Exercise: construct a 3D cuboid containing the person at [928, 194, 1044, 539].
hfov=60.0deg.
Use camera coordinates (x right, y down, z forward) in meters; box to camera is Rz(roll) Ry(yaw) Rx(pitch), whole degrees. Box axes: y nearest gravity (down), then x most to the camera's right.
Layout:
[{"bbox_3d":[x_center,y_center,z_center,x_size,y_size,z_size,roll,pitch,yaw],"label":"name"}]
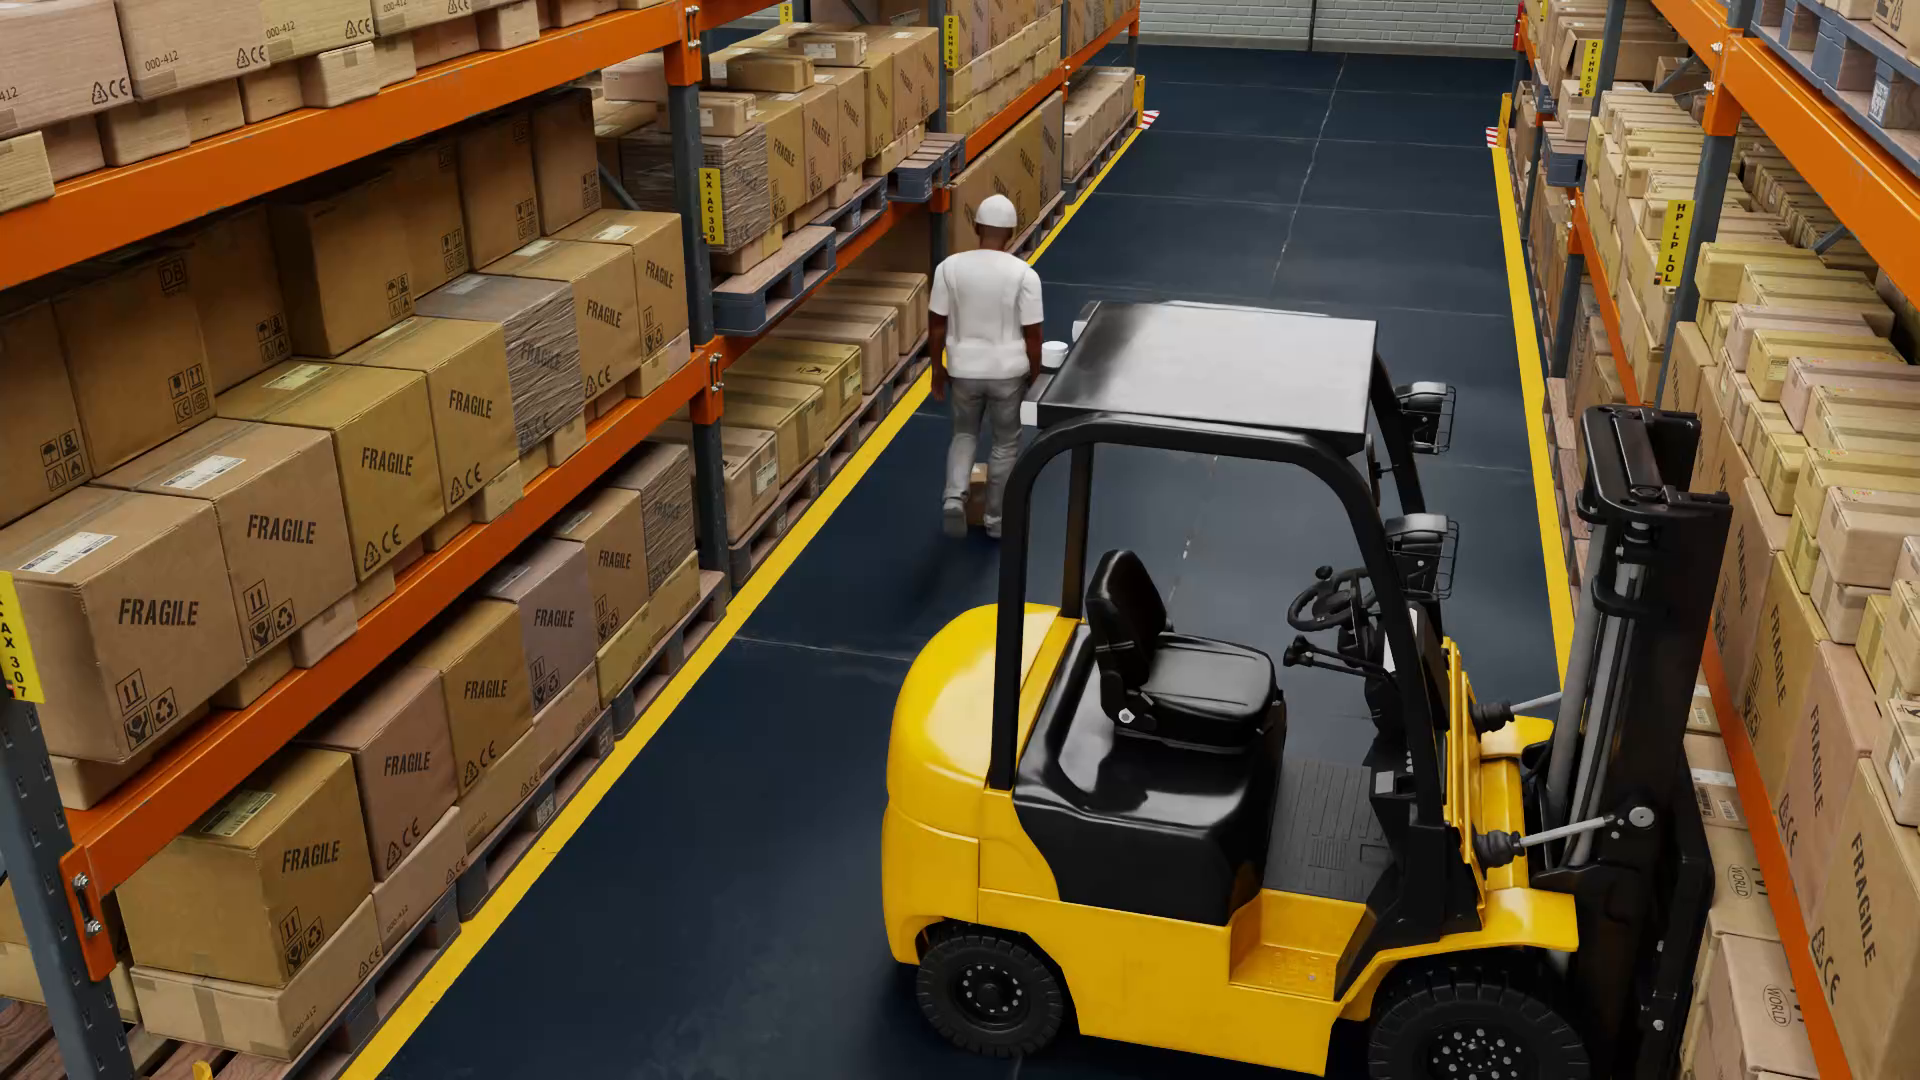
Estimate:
[{"bbox_3d":[0.115,-0.820,8.283,0.581,1.755,0.595,8,26,16],"label":"person"}]
